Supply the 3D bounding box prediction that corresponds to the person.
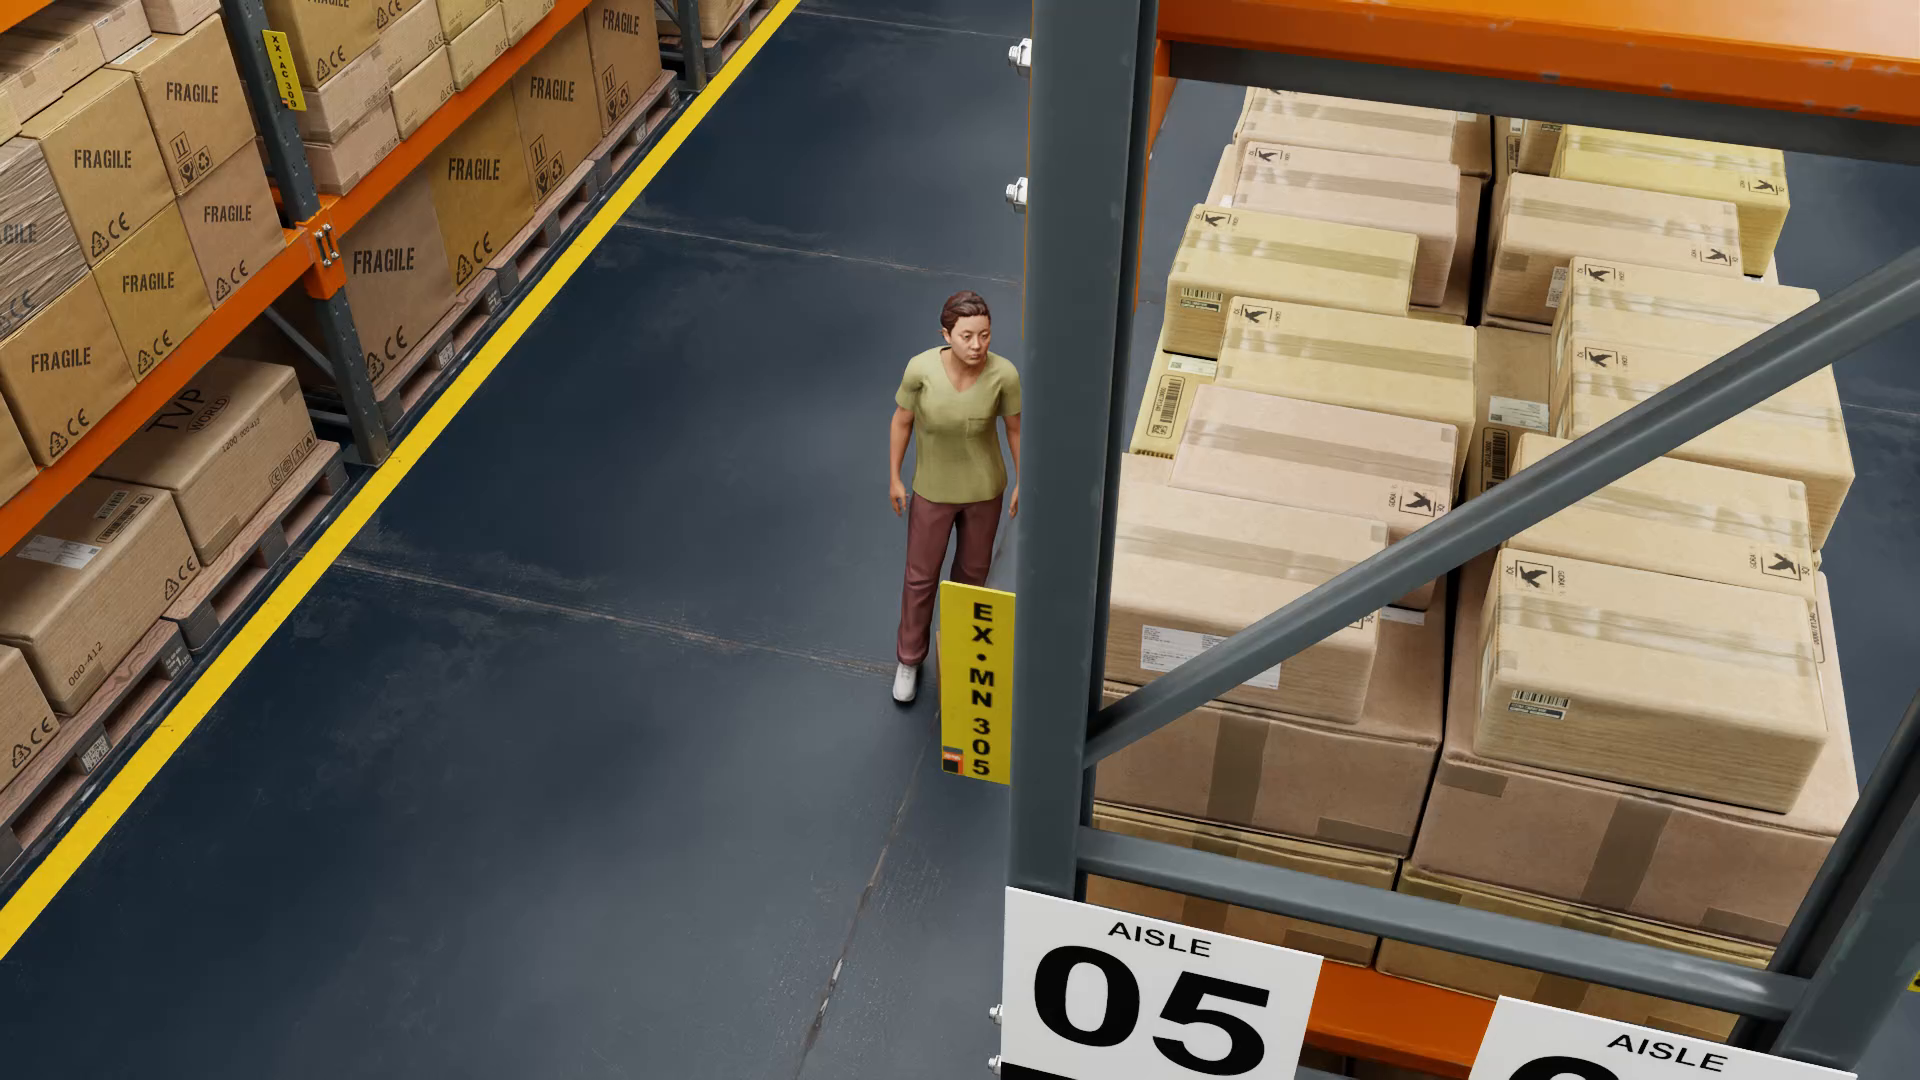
[{"bbox_3d":[-0.008,-0.152,6.319,0.554,1.673,0.547,-3,41,-3],"label":"person"}]
